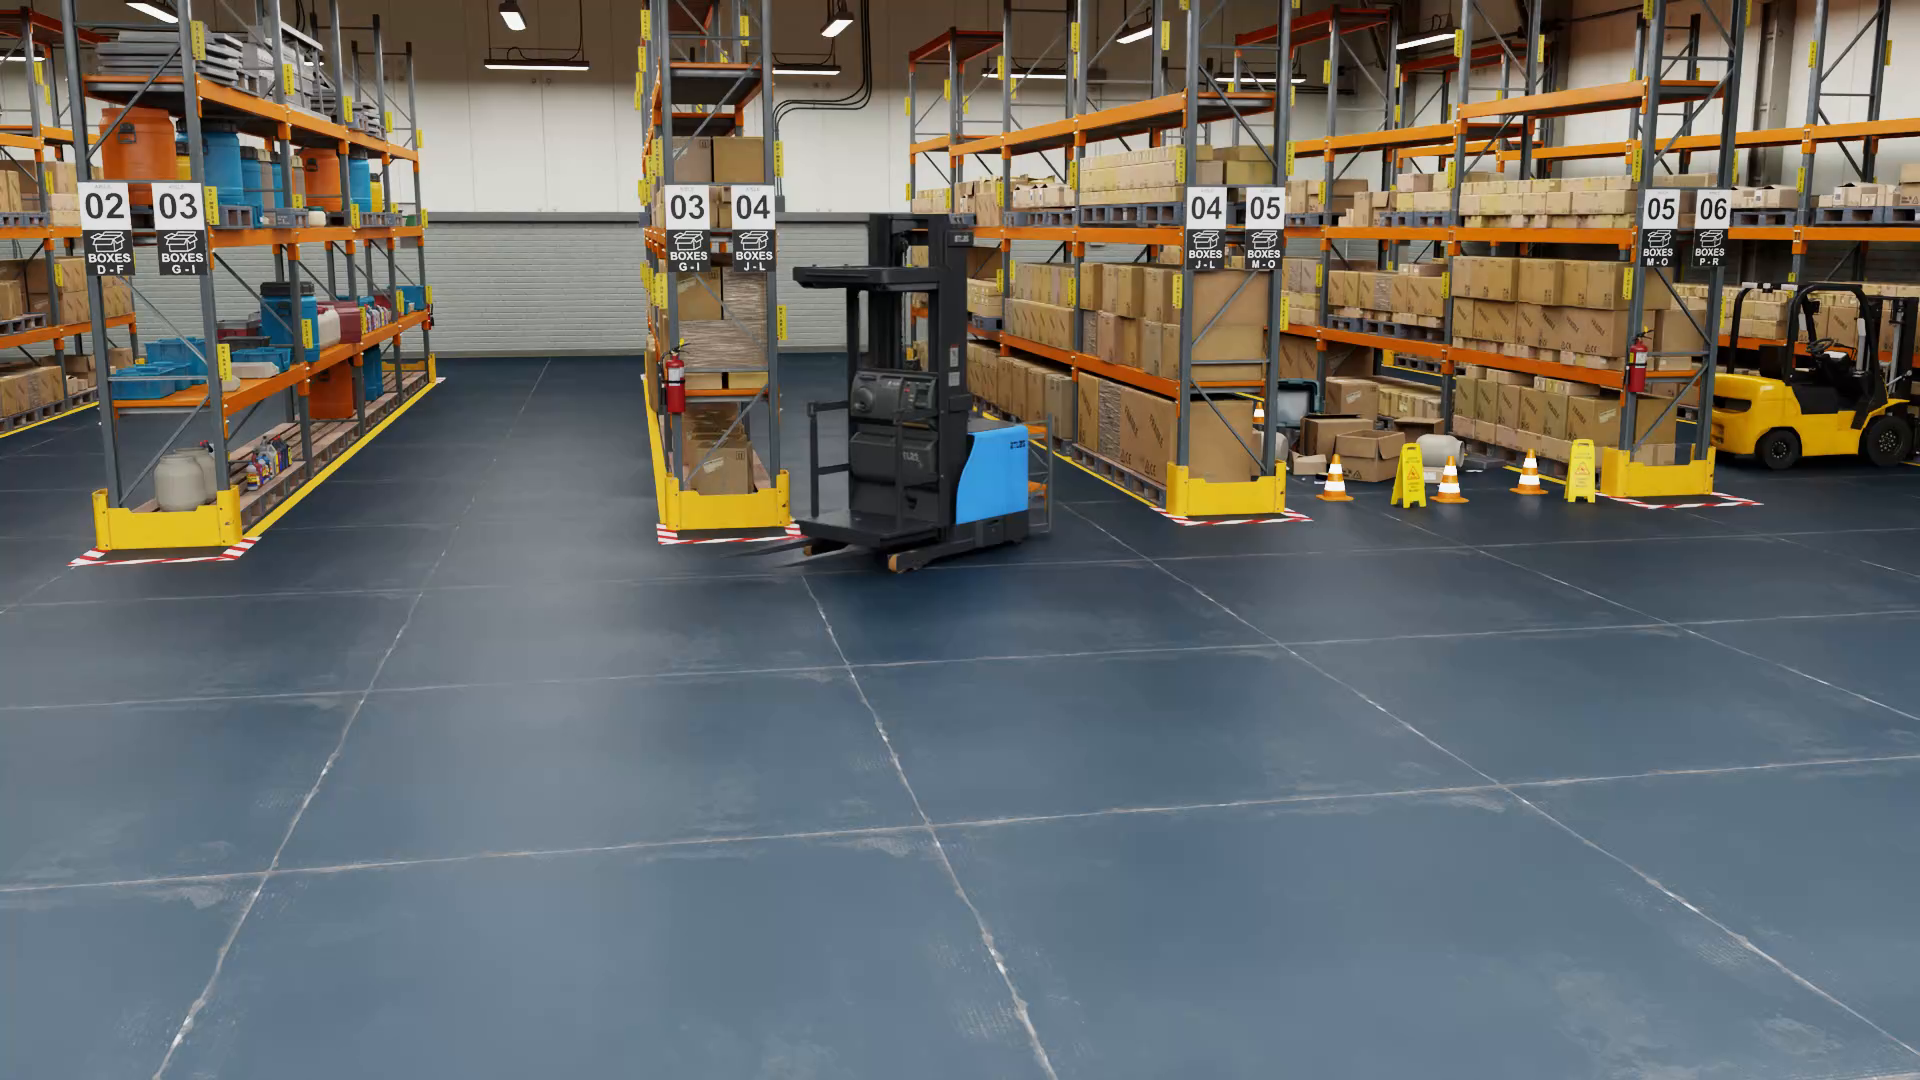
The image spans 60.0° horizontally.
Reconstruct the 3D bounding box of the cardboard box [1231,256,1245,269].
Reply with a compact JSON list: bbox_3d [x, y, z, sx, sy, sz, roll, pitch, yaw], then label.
[{"bbox_3d":[4.973,-4.613,28.521,0.500,0.500,0.500,-2,11,-10],"label":"cardboard box"}]

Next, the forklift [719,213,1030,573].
[{"bbox_3d":[-0.707,-1.267,14.066,1.130,2.935,3.031,9,14,39],"label":"forklift"}]

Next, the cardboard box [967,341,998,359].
[{"bbox_3d":[0.325,-3.069,26.908,0.500,0.250,0.500,-2,11,-9],"label":"cardboard box"}]

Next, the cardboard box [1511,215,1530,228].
[{"bbox_3d":[6.711,-3.741,19.530,0.380,0.149,0.250,-2,11,-12],"label":"cardboard box"}]

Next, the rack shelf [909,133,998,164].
[{"bbox_3d":[-0.055,-6.924,29.493,1.077,0.370,4.000,-2,11,-11],"label":"rack shelf"}]

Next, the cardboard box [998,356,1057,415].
[{"bbox_3d":[1.142,-2.217,23.772,1.050,0.750,0.750,-2,11,-12],"label":"cardboard box"}]

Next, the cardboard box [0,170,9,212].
[{"bbox_3d":[-14.091,-5.005,23.842,0.600,0.600,0.600,-2,11,-12],"label":"cardboard box"}]

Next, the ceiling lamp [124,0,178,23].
[{"bbox_3d":[-11.455,-9.203,23.922,0.800,3.185,2.000,-2,11,-11],"label":"ceiling lamp"}]

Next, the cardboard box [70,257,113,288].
[{"bbox_3d":[-14.486,-4.458,27.710,0.500,0.500,0.500,-2,11,-9],"label":"cardboard box"}]

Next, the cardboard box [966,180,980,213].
[{"bbox_3d":[0.506,-5.407,26.216,0.797,0.503,0.637,-2,11,-12],"label":"cardboard box"}]

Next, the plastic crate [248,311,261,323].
[{"bbox_3d":[-8.617,-2.613,20.787,0.402,0.464,0.583,-2,11,-11],"label":"plastic crate"}]

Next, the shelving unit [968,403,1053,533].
[{"bbox_3d":[0.340,-0.681,15.822,0.538,1.125,1.048,-9,14,-38],"label":"shelving unit"}]

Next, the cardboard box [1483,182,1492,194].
[{"bbox_3d":[6.589,-4.273,20.195,0.380,0.149,0.250,-2,11,-13],"label":"cardboard box"}]

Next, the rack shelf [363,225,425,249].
[{"bbox_3d":[-9.798,-5.110,27.977,1.077,0.370,4.000,-2,11,-11],"label":"rack shelf"}]

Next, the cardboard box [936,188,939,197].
[{"bbox_3d":[-0.206,-6.045,28.961,0.380,0.149,0.250,-3,11,-13],"label":"cardboard box"}]

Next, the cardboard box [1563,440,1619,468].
[{"bbox_3d":[7.078,-0.961,18.508,0.500,0.250,0.500,-2,11,-11],"label":"cardboard box"}]

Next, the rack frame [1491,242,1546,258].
[{"bbox_3d":[10.038,-4.345,30.054,1.000,3.000,0.127,-2,11,-11],"label":"rack frame"}]

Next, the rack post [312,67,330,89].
[{"bbox_3d":[-8.879,-6.229,22.531,0.624,0.289,0.986,-2,11,-11],"label":"rack post"}]

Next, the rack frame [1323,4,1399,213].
[{"bbox_3d":[5.948,-6.377,24.687,1.000,3.000,0.127,-2,11,-11],"label":"rack frame"}]

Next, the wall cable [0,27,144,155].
[{"bbox_3d":[-18.001,-9.048,33.517,3.097,2.526,0.112,-2,11,-11],"label":"wall cable"}]

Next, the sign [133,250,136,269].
[{"bbox_3d":[-14.498,-4.918,29.123,0.100,0.325,0.005,-2,11,-11],"label":"sign"}]

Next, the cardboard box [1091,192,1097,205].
[{"bbox_3d":[1.727,-3.931,19.139,0.380,0.149,0.250,-2,11,-11],"label":"cardboard box"}]

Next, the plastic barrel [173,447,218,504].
[{"bbox_3d":[-7.376,-0.616,15.995,0.421,0.512,0.421,0,11,0],"label":"plastic barrel"}]

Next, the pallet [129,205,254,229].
[{"bbox_3d":[-7.140,-2.958,15.252,1.003,0.211,1.213,-2,11,-11],"label":"pallet"}]

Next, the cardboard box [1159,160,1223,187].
[{"bbox_3d":[2.299,-3.645,16.571,0.500,0.250,0.500,-2,11,-10],"label":"cardboard box"}]

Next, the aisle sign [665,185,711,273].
[{"bbox_3d":[-2.499,-2.857,15.286,0.394,0.787,0.004,-2,11,-11],"label":"aisle sign"}]

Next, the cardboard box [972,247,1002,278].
[{"bbox_3d":[0.485,-4.743,28.410,0.500,0.500,0.500,-2,11,-10],"label":"cardboard box"}]

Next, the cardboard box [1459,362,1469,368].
[{"bbox_3d":[9.572,-3.365,31.095,0.396,0.266,0.258,-2,11,-9],"label":"cardboard box"}]

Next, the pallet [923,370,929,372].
[{"bbox_3d":[-0.072,-2.941,30.138,1.003,0.211,1.213,-2,11,-11],"label":"pallet"}]

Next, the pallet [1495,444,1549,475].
[{"bbox_3d":[7.132,-0.980,19.836,1.003,0.211,1.213,-2,11,-11],"label":"pallet"}]

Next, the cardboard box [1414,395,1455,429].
[{"bbox_3d":[6.621,-1.708,22.105,0.950,0.372,0.625,-2,11,-10],"label":"cardboard box"}]

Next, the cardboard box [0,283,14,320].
[{"bbox_3d":[-13.865,-3.377,23.580,0.700,0.500,0.500,-5,12,-25],"label":"cardboard box"}]

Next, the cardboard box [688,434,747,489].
[{"bbox_3d":[-2.472,-0.804,17.014,0.500,0.500,0.500,1,11,4],"label":"cardboard box"}]

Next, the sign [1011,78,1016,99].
[{"bbox_3d":[0.877,-7.470,27.508,0.100,0.325,0.005,-2,11,-11],"label":"sign"}]

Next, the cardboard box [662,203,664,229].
[{"bbox_3d":[-2.660,-3.173,16.276,0.500,0.250,0.500,-2,11,-11],"label":"cardboard box"}]

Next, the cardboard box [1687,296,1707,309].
[{"bbox_3d":[10.967,-3.411,24.215,0.500,0.250,0.500,-2,11,-10],"label":"cardboard box"}]

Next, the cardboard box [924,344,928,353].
[{"bbox_3d":[-0.451,-3.549,30.782,0.380,0.149,0.250,-3,11,-14],"label":"cardboard box"}]

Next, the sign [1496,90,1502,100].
[{"bbox_3d":[9.502,-7.773,29.313,0.100,0.325,0.005,-2,11,-11],"label":"sign"}]

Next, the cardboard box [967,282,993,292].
[{"bbox_3d":[0.318,-3.917,25.764,0.380,0.149,0.250,-2,11,-8],"label":"cardboard box"}]

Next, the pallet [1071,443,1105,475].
[{"bbox_3d":[1.961,-0.986,19.863,1.003,0.211,1.213,-2,11,-11],"label":"pallet"}]

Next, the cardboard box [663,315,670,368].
[{"bbox_3d":[-2.512,-1.987,16.603,0.875,0.500,0.500,-2,11,-11],"label":"cardboard box"}]

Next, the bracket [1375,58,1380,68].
[{"bbox_3d":[9.191,-10.384,36.114,0.235,0.232,0.430,-2,11,-11],"label":"bracket"}]

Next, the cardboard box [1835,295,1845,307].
[{"bbox_3d":[11.528,-3.083,21.423,0.380,0.149,0.250,-2,11,-11],"label":"cardboard box"}]

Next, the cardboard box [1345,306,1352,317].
[{"bbox_3d":[5.859,-3.341,24.332,0.380,0.149,0.250,-3,11,-15],"label":"cardboard box"}]

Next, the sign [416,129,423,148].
[{"bbox_3d":[-9.651,-7.168,29.707,0.100,0.325,0.005,-2,11,-11],"label":"sign"}]

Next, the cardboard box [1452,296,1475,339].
[{"bbox_3d":[6.538,-2.801,20.879,0.500,0.500,0.500,-2,11,-11],"label":"cardboard box"}]

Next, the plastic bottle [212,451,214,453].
[{"bbox_3d":[-7.957,-0.846,17.794,0.097,0.271,0.097,0,11,0],"label":"plastic bottle"}]

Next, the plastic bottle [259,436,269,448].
[{"bbox_3d":[-7.587,-0.958,18.167,0.144,0.351,0.185,-2,11,-11],"label":"plastic bottle"}]

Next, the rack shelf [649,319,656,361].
[{"bbox_3d":[-4.162,-3.083,25.349,1.077,0.370,4.000,-2,11,-11],"label":"rack shelf"}]

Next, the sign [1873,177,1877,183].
[{"bbox_3d":[12.138,-4.664,22.117,0.100,0.325,0.005,-2,11,-11],"label":"sign"}]
